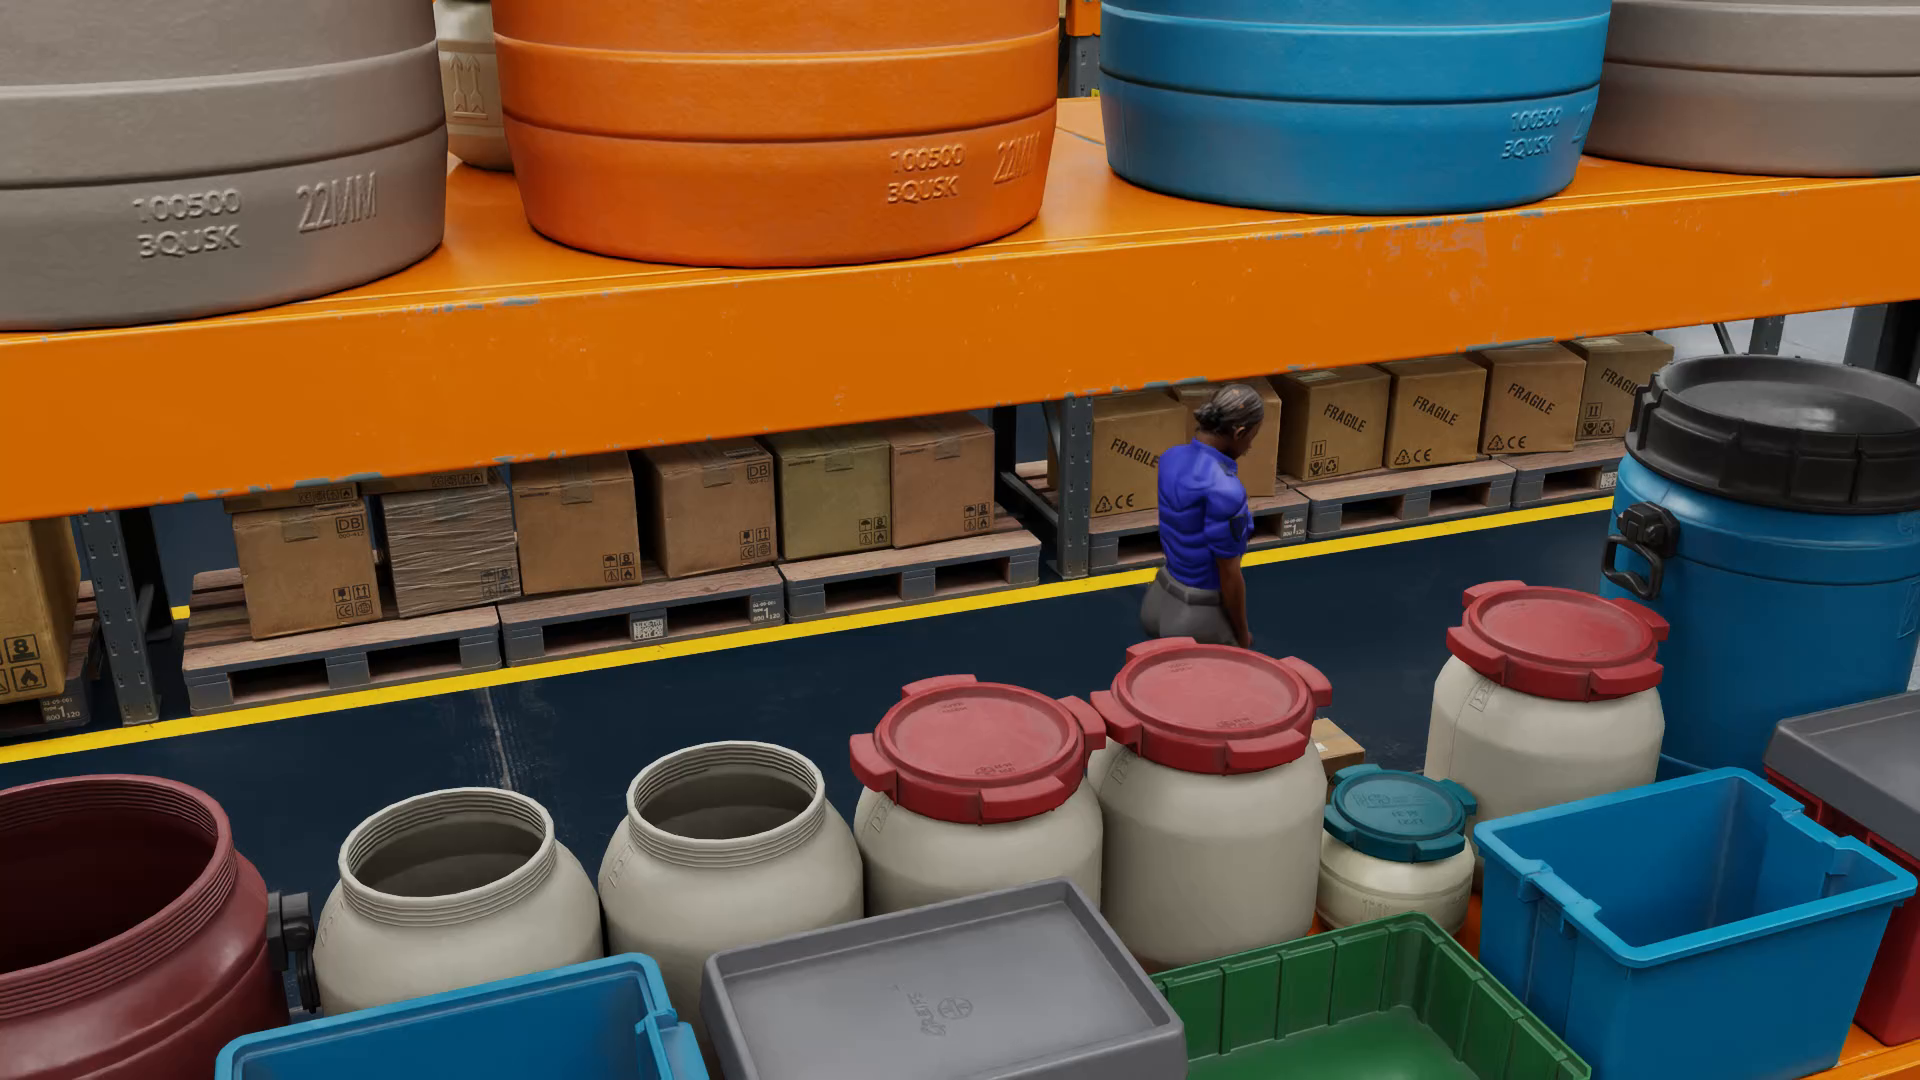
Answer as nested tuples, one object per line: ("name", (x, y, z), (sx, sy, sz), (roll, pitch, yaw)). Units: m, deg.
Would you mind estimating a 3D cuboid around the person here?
("person", (0.793, 0.265, 5.547), (0.375, 1.610, 0.457), (-8, 24, -18))
